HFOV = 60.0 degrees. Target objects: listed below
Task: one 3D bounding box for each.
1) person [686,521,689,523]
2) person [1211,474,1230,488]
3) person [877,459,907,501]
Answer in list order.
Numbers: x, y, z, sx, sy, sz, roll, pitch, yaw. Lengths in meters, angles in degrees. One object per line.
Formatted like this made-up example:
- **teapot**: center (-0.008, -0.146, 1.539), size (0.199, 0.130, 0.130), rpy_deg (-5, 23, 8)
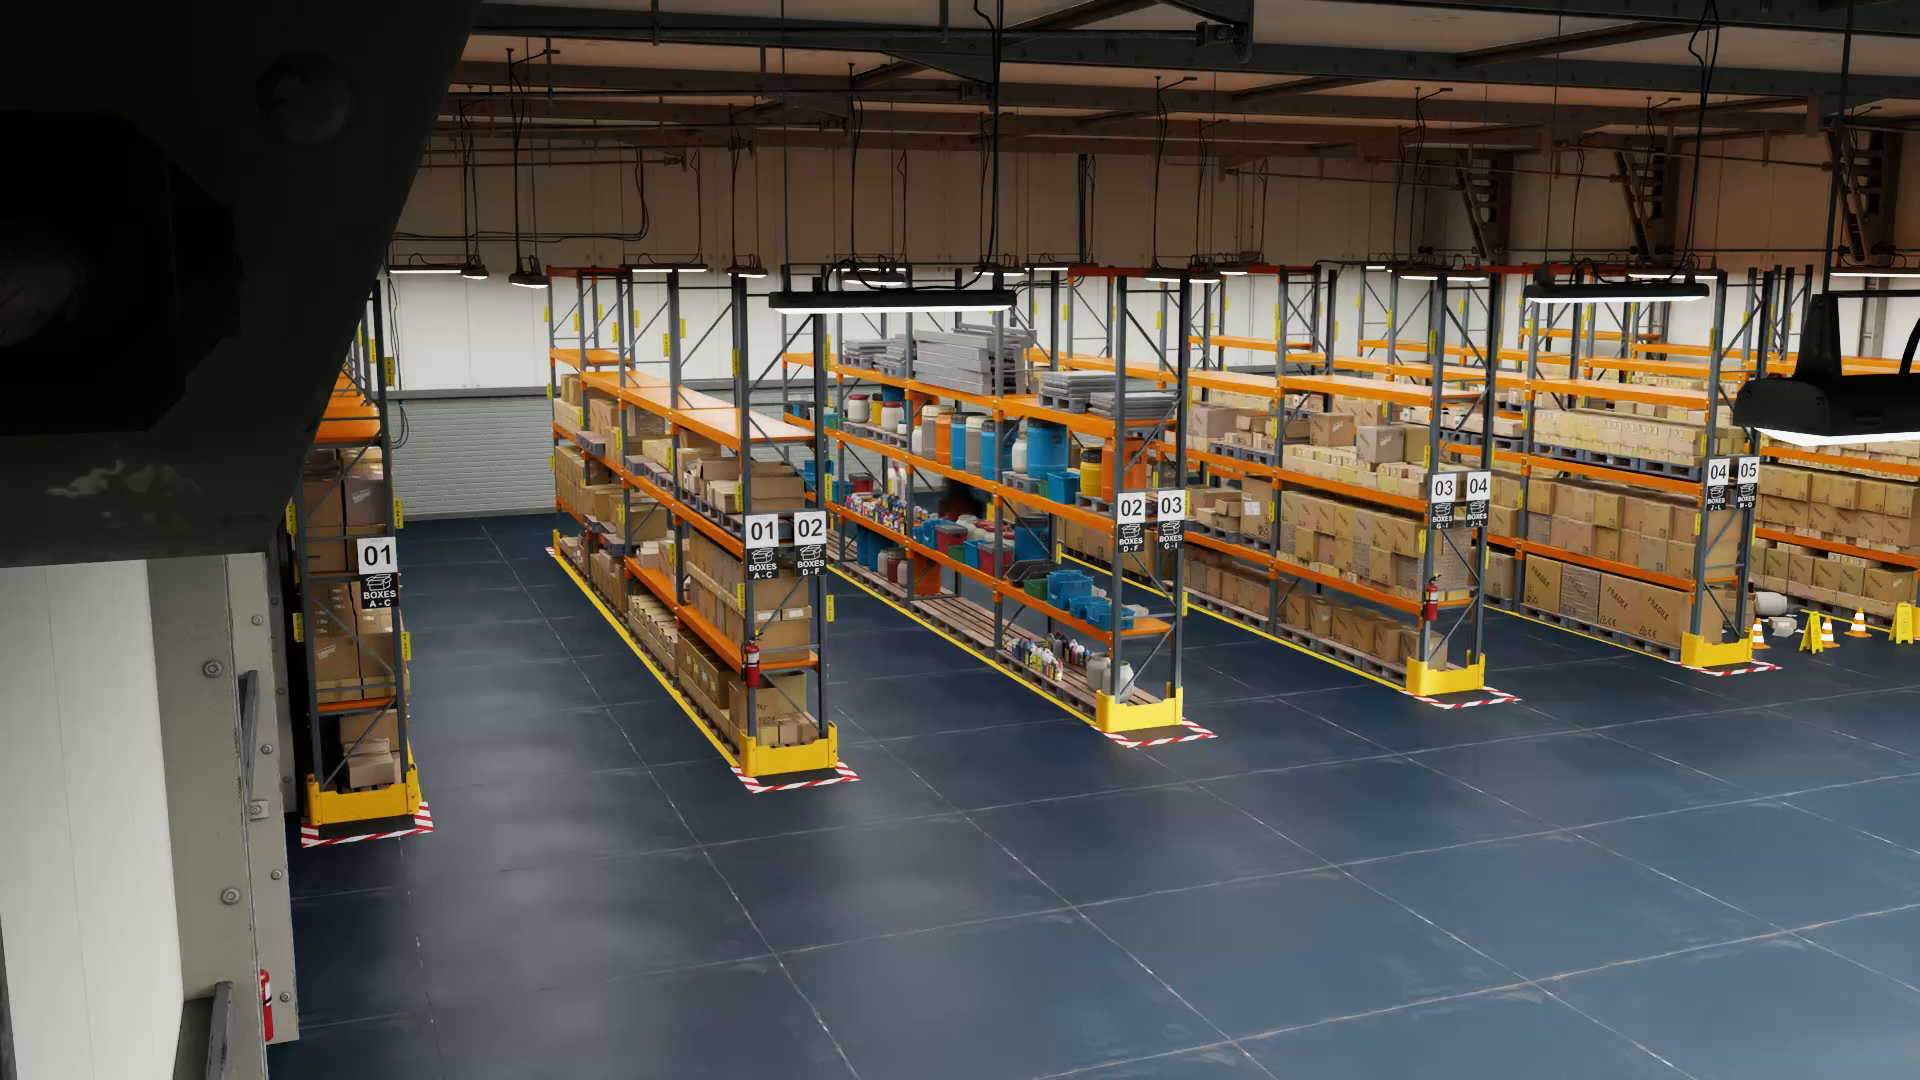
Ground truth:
- **person**: center (-6.361, -1.272, 38.952), size (0.549, 1.737, 0.712), rpy_deg (2, 10, 9)
- **person**: center (6.603, -1.683, 41.562), size (0.825, 1.716, 0.746), rpy_deg (-7, 12, -36)
- **person**: center (-1.407, -0.908, 36.672), size (0.720, 1.825, 0.896), rpy_deg (-6, 11, -29)
